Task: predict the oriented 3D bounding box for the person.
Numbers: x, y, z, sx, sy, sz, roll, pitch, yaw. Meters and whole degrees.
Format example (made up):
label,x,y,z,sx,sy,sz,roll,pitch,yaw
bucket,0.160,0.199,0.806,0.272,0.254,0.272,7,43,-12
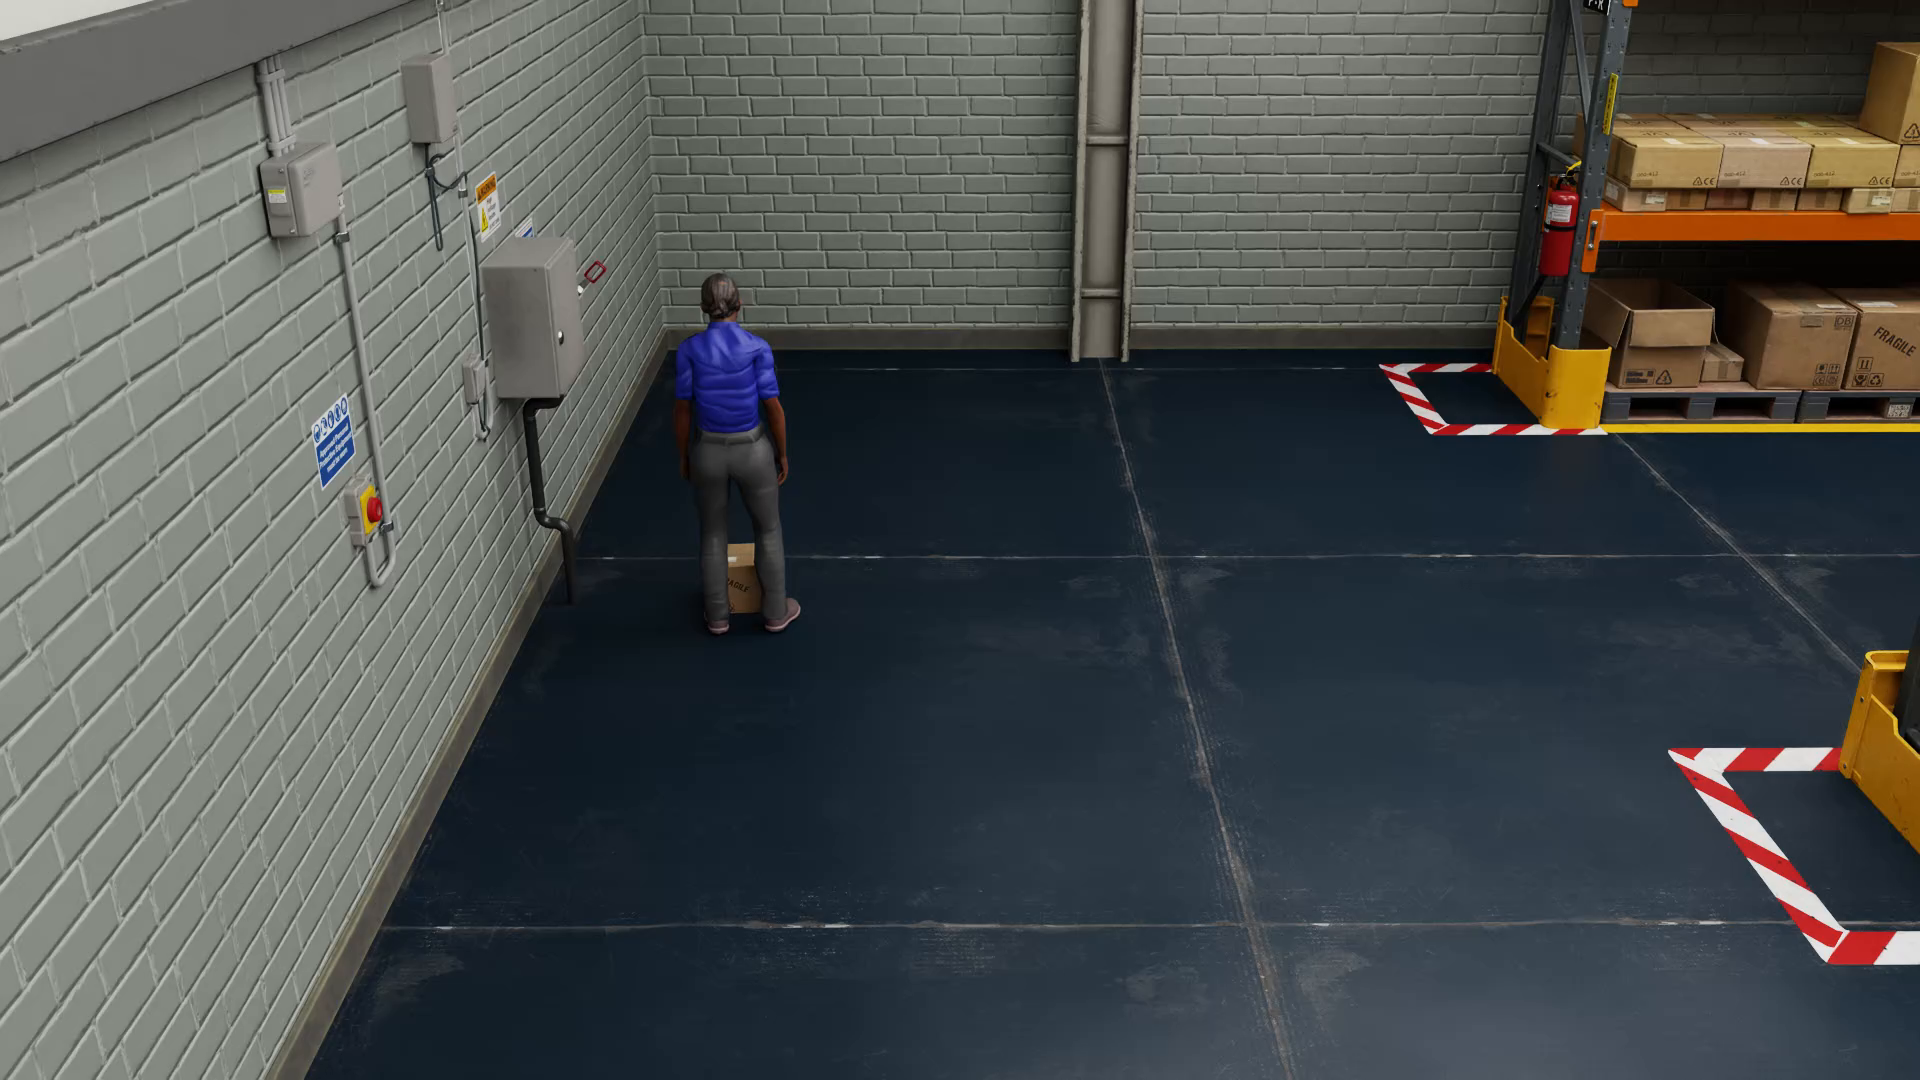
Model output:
label,x,y,z,sx,sy,sz,roll,pitch,yaw
person,-1.007,-0.366,7.419,0.510,1.655,0.349,0,24,-1
